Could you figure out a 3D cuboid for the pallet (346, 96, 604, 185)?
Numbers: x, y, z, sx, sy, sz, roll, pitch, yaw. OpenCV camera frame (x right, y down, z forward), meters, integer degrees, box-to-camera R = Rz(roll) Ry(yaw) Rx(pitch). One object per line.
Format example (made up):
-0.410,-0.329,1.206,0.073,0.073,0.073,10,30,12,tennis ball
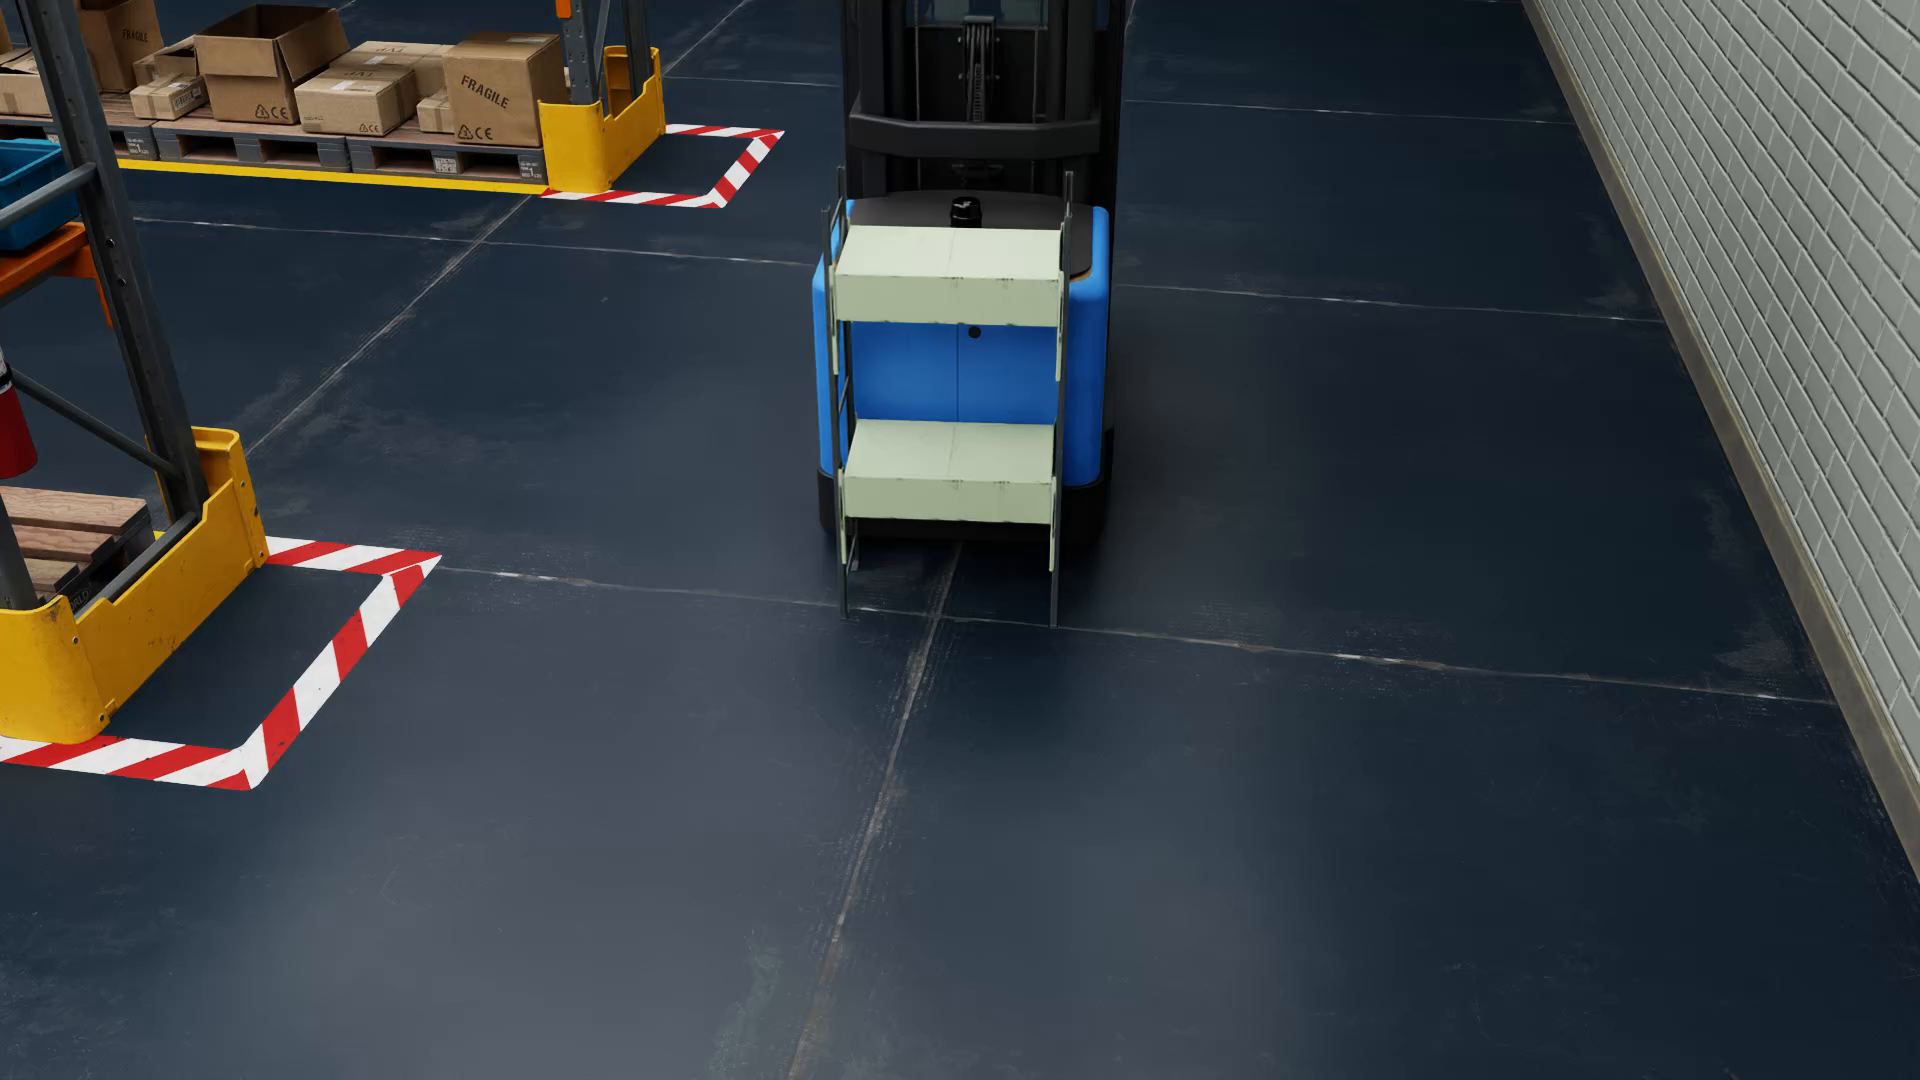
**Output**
-2.861,-2.425,9.925,1.213,0.211,1.003,5,32,8,pallet

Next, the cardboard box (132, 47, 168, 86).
-4.954,-2.960,10.424,0.250,0.149,0.380,5,32,8,cardboard box

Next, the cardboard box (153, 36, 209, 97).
-4.594,-2.964,10.278,0.500,0.311,0.500,5,32,8,cardboard box

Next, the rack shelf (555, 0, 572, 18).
-3.971,-3.403,9.538,4.000,0.370,1.077,5,32,8,rack shelf

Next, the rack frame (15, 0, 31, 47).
-5.943,-3.887,9.632,0.127,3.000,1.000,5,32,8,rack frame

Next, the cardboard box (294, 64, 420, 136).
-3.509,-2.571,9.707,0.500,0.250,0.500,5,32,8,cardboard box

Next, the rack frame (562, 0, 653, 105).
-2.000,-3.530,9.062,0.127,3.000,1.000,5,32,8,rack frame

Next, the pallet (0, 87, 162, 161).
-5.266,-2.643,10.273,1.213,0.211,1.003,5,32,8,pallet

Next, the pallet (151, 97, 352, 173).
-4.060,-2.535,10.101,1.213,0.211,1.003,5,32,8,pallet

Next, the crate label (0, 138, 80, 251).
-3.025,-1.088,5.262,0.303,0.233,0.416,5,32,8,crate label

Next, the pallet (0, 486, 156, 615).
-3.643,0.149,5.813,1.213,0.211,1.003,5,32,8,pallet

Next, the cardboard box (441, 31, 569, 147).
-2.577,-2.576,9.480,0.500,0.500,0.500,5,32,8,cardboard box

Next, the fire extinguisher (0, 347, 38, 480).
-2.765,-0.497,4.642,0.183,0.674,0.296,5,32,8,fire extinguisher

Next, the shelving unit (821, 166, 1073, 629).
-0.029,-0.447,5.550,0.755,1.500,0.431,2,32,3,shelving unit

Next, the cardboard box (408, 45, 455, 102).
-2.981,-2.792,10.061,0.500,0.250,0.500,5,32,8,cardboard box

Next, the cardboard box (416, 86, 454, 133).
-2.961,-2.518,9.702,0.250,0.166,0.380,5,32,8,cardboard box

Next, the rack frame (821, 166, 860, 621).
-0.394,-0.460,5.571,0.023,1.500,0.400,2,32,3,rack frame

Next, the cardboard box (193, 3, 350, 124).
-4.090,-2.850,9.914,0.637,0.503,0.797,5,32,8,cardboard box

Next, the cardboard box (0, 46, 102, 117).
-5.565,-2.783,9.988,0.500,0.311,0.500,5,32,8,cardboard box

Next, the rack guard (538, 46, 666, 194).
-2.075,-2.477,9.736,0.348,0.500,1.175,5,32,8,rack guard

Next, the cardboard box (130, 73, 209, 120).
-4.711,-2.650,9.912,0.250,0.166,0.380,5,32,8,cardboard box

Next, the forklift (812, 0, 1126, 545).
0.106,-1.982,6.653,1.130,2.935,3.031,2,32,4,forklift

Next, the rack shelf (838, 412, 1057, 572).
-0.029,-0.170,5.723,0.720,0.370,0.431,2,32,3,rack shelf

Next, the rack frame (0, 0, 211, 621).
-2.837,-0.939,4.924,0.127,3.000,1.000,5,32,8,rack frame

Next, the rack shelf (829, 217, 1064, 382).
-0.029,-0.778,5.343,0.720,0.370,0.431,2,32,3,rack shelf

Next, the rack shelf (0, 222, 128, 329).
-4.808,-0.813,5.400,4.000,0.370,1.077,5,32,8,rack shelf

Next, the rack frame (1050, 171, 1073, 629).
0.336,-0.434,5.530,0.023,1.500,0.400,2,32,3,rack frame

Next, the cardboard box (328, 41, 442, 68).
-3.474,-2.837,10.132,0.500,0.250,0.500,5,32,8,cardboard box

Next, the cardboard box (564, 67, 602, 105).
-2.355,-2.725,10.048,0.250,0.149,0.380,5,32,8,cardboard box

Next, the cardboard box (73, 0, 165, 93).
-5.333,-3.111,10.335,0.500,0.500,0.500,5,32,8,cardboard box

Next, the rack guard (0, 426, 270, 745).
-2.811,0.116,5.594,0.348,0.500,1.175,5,32,8,rack guard

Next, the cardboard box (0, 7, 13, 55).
-6.379,-3.184,10.451,0.500,0.500,0.500,4,32,6,cardboard box
